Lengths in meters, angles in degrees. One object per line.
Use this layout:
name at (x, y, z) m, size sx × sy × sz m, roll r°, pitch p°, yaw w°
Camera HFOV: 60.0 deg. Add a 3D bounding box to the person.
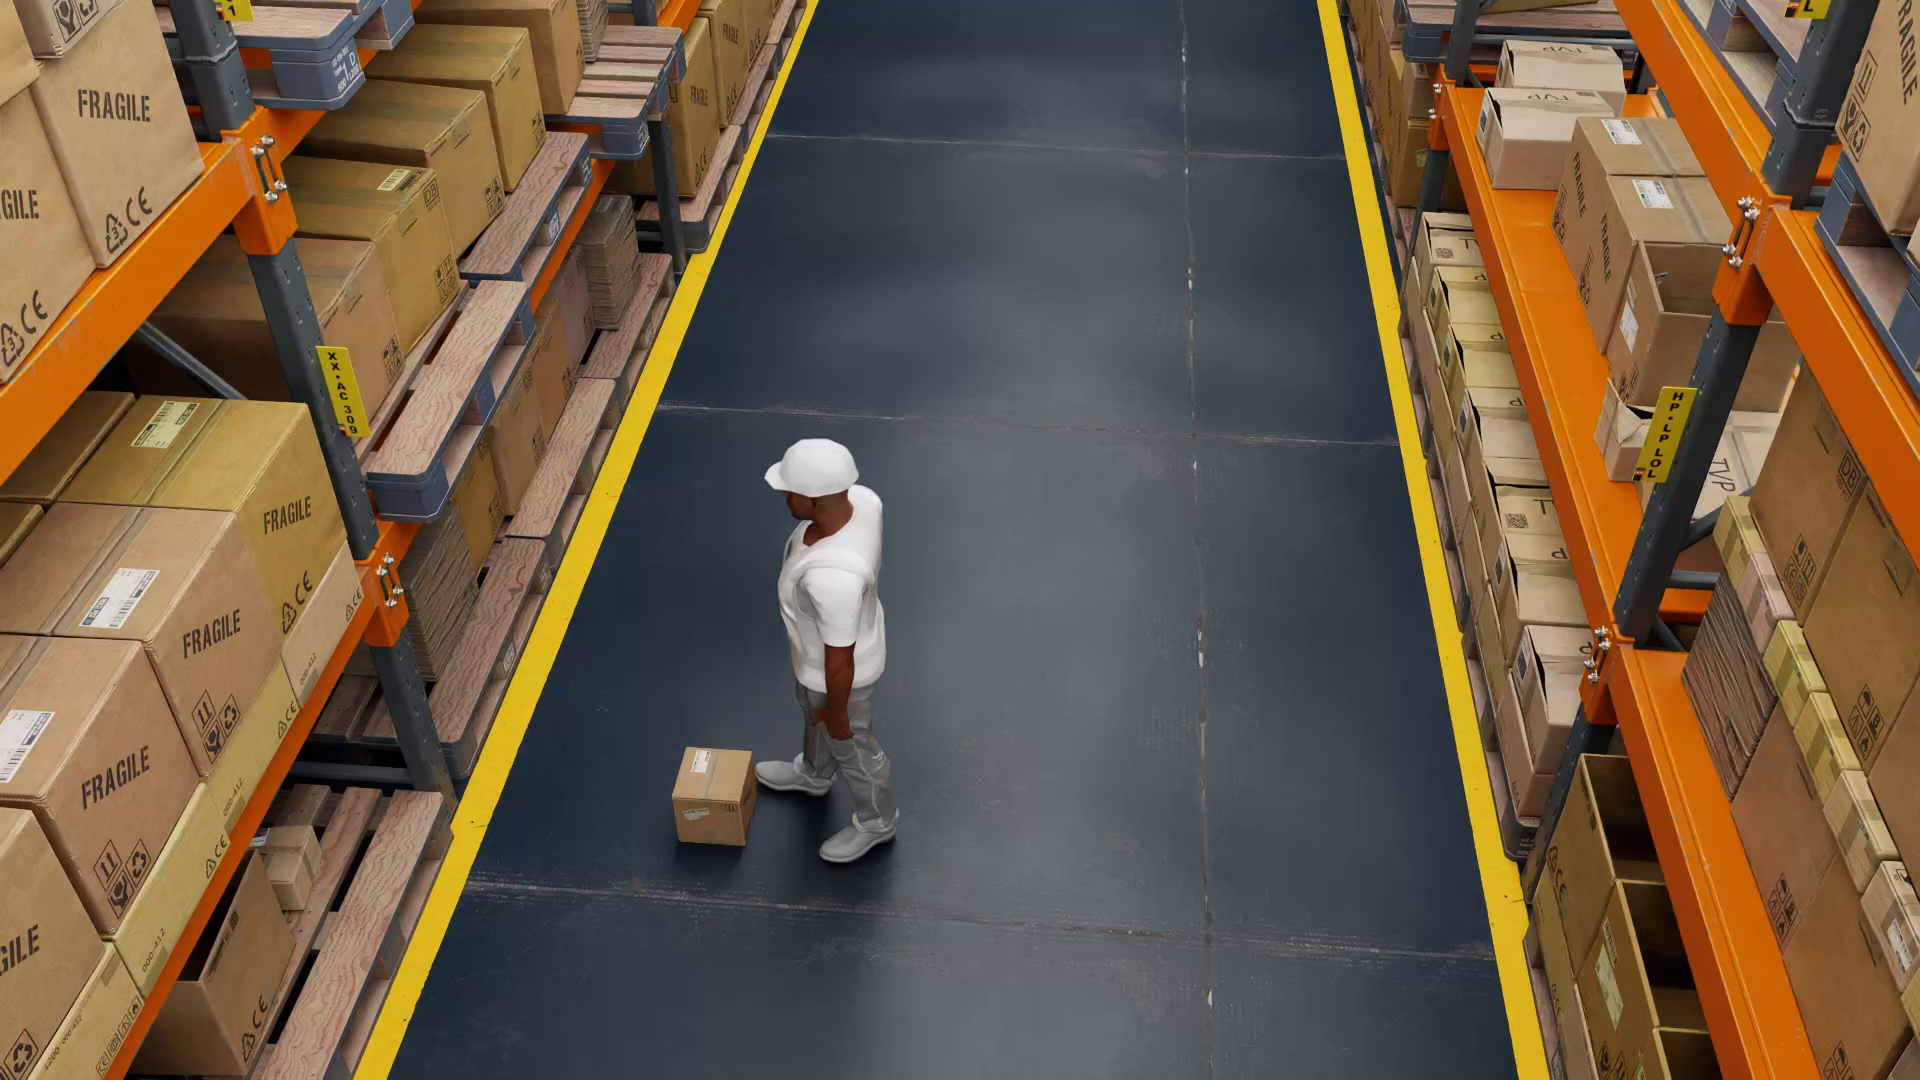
person at (-0.507, 0.373, 5.668) m, size 0.570 × 1.764 × 0.630 m, roll 0°, pitch 40°, yaw 0°
